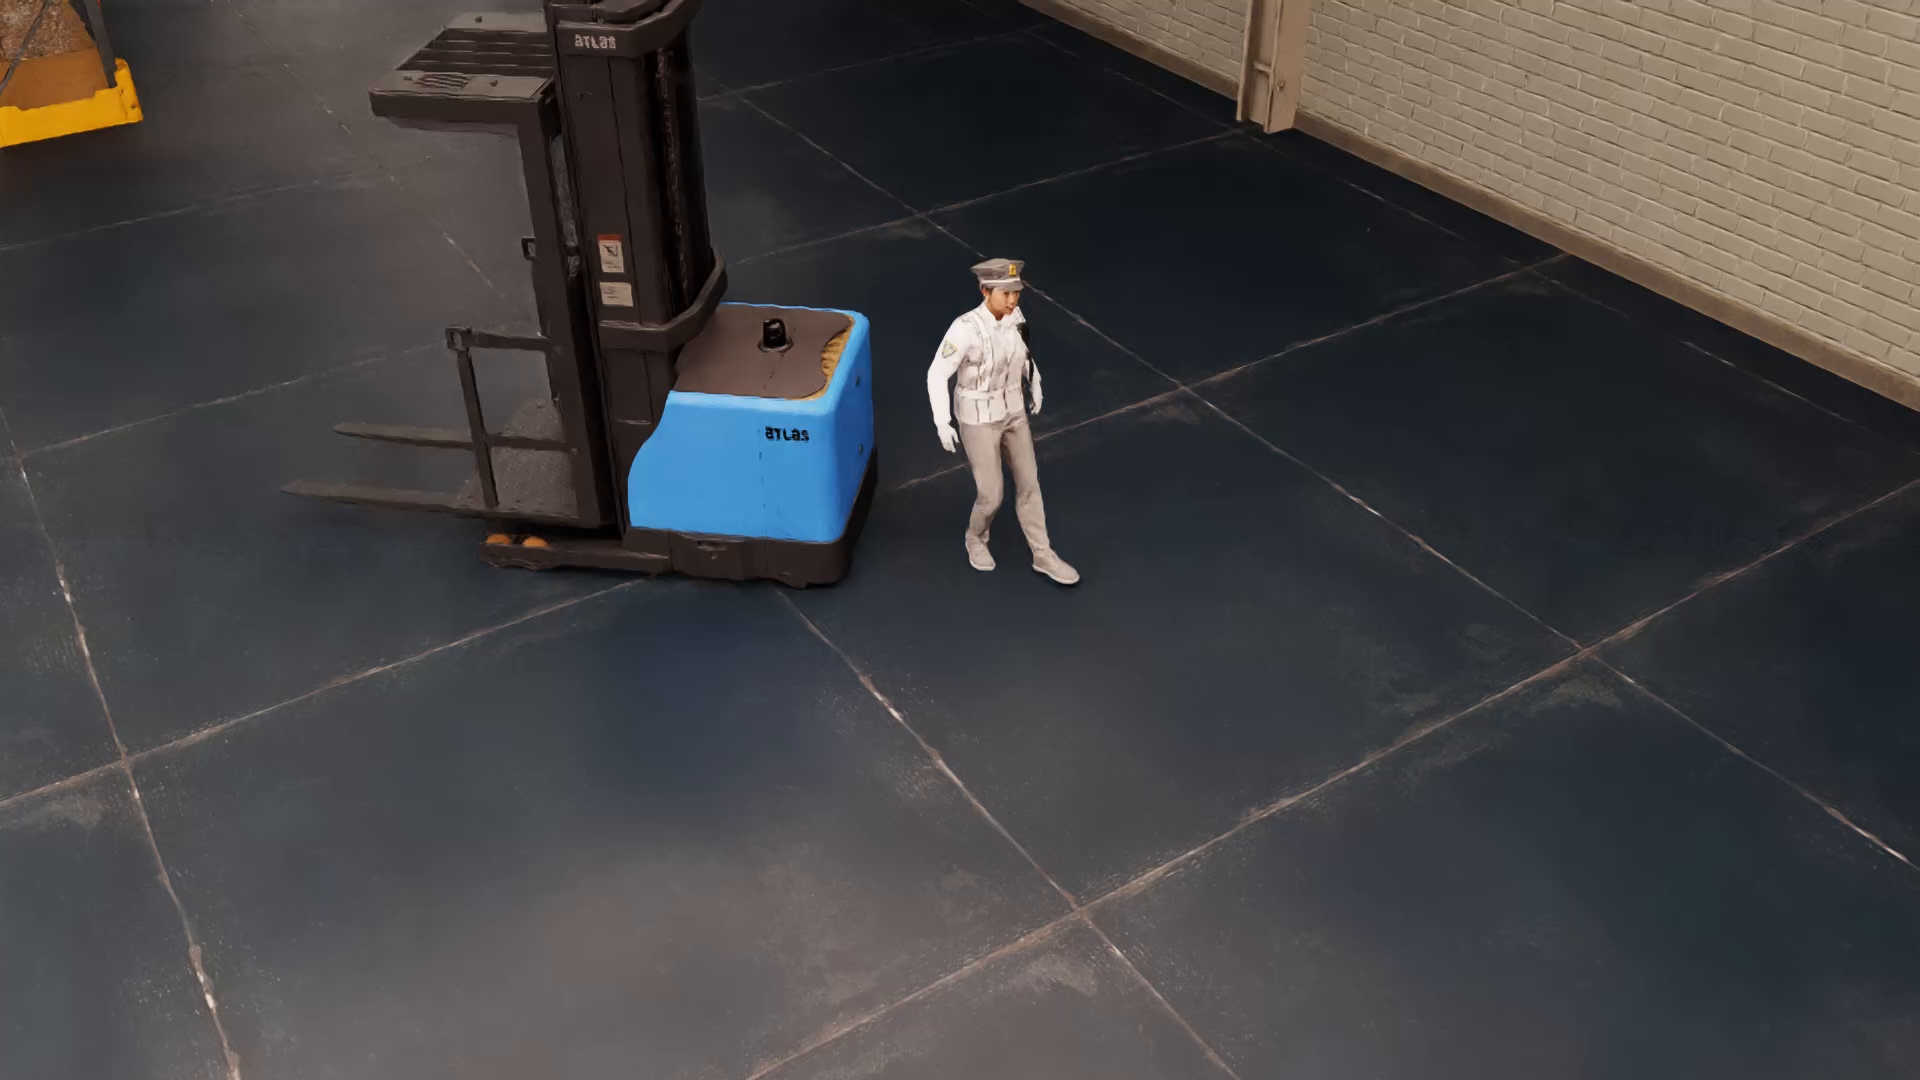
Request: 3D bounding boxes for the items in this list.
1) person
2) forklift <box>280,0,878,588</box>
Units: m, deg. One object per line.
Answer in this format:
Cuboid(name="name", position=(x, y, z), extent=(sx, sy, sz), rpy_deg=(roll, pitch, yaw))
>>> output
Cuboid(name="person", position=(0.268, -0.547, 8.060), extent=(0.754, 1.636, 0.753), rpy_deg=(-26, 43, -32))
Cuboid(name="forklift", position=(-2.007, -1.342, 8.058), extent=(3.031, 2.935, 1.130), rpy_deg=(5, 35, 7))
